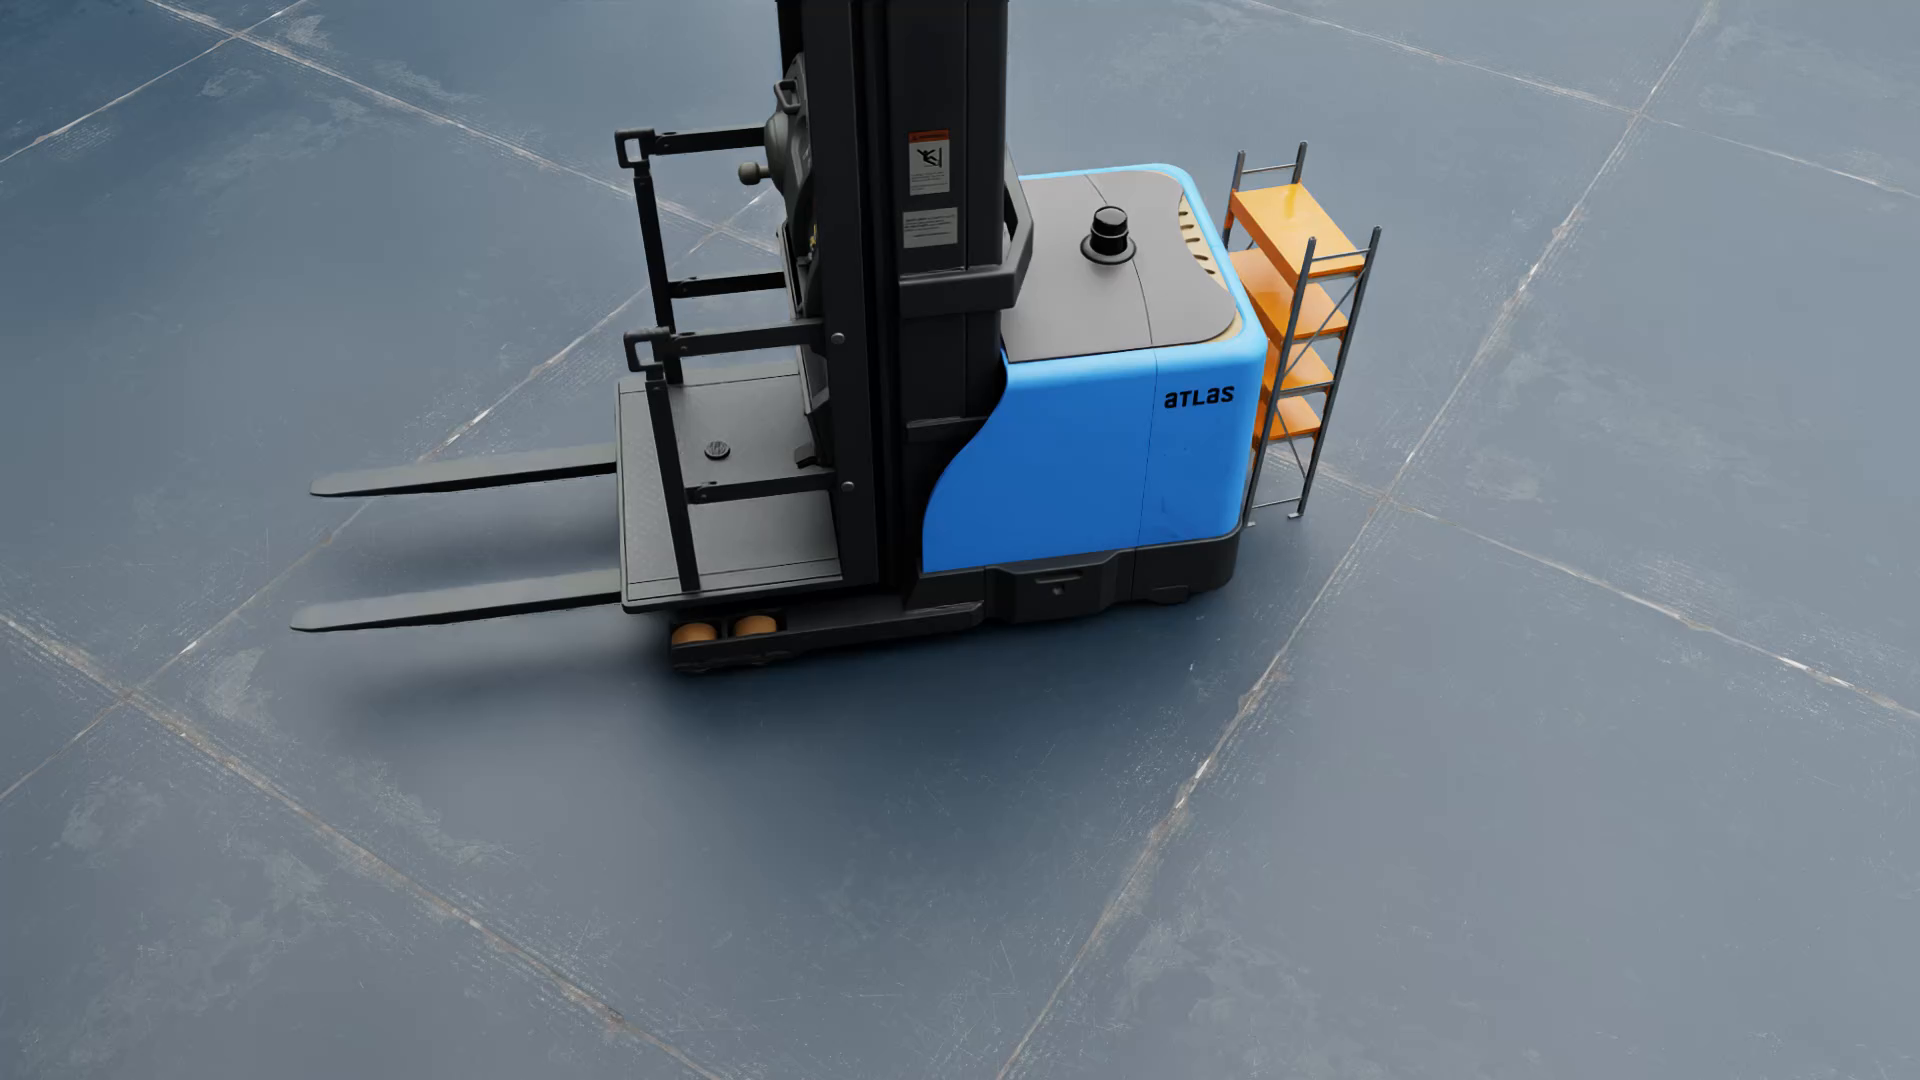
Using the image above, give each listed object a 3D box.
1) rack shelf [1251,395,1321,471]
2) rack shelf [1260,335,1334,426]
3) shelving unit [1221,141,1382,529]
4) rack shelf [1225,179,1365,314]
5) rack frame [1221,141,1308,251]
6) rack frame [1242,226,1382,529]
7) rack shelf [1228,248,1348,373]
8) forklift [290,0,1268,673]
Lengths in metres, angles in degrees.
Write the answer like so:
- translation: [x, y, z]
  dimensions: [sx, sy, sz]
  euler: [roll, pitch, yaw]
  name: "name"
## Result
- translation: [1.028, -0.470, 5.730]
  dimensions: [0.258, 0.148, 0.480]
  euler: [-11, 47, -15]
  name: "rack shelf"
- translation: [1.038, -0.610, 5.590]
  dimensions: [0.258, 0.148, 0.480]
  euler: [-11, 47, -15]
  name: "rack shelf"
- translation: [1.042, -0.658, 5.543]
  dimensions: [0.258, 1.200, 0.503]
  euler: [-11, 47, -15]
  name: "shelving unit"
- translation: [1.063, -0.936, 5.266]
  dimensions: [0.258, 0.148, 0.480]
  euler: [-11, 47, -15]
  name: "rack shelf"
- translation: [0.964, -0.824, 5.704]
  dimensions: [0.240, 1.200, 0.015]
  euler: [-11, 47, -15]
  name: "rack frame"
- translation: [1.120, -0.492, 5.382]
  dimensions: [0.240, 1.200, 0.015]
  euler: [-11, 47, -15]
  name: "rack frame"
- translation: [1.050, -0.769, 5.433]
  dimensions: [0.258, 0.148, 0.480]
  euler: [-11, 47, -15]
  name: "rack shelf"
- translation: [-0.648, -1.008, 4.686]
  dimensions: [3.031, 2.935, 1.130]
  euler: [-7, 46, -7]
  name: "forklift"
